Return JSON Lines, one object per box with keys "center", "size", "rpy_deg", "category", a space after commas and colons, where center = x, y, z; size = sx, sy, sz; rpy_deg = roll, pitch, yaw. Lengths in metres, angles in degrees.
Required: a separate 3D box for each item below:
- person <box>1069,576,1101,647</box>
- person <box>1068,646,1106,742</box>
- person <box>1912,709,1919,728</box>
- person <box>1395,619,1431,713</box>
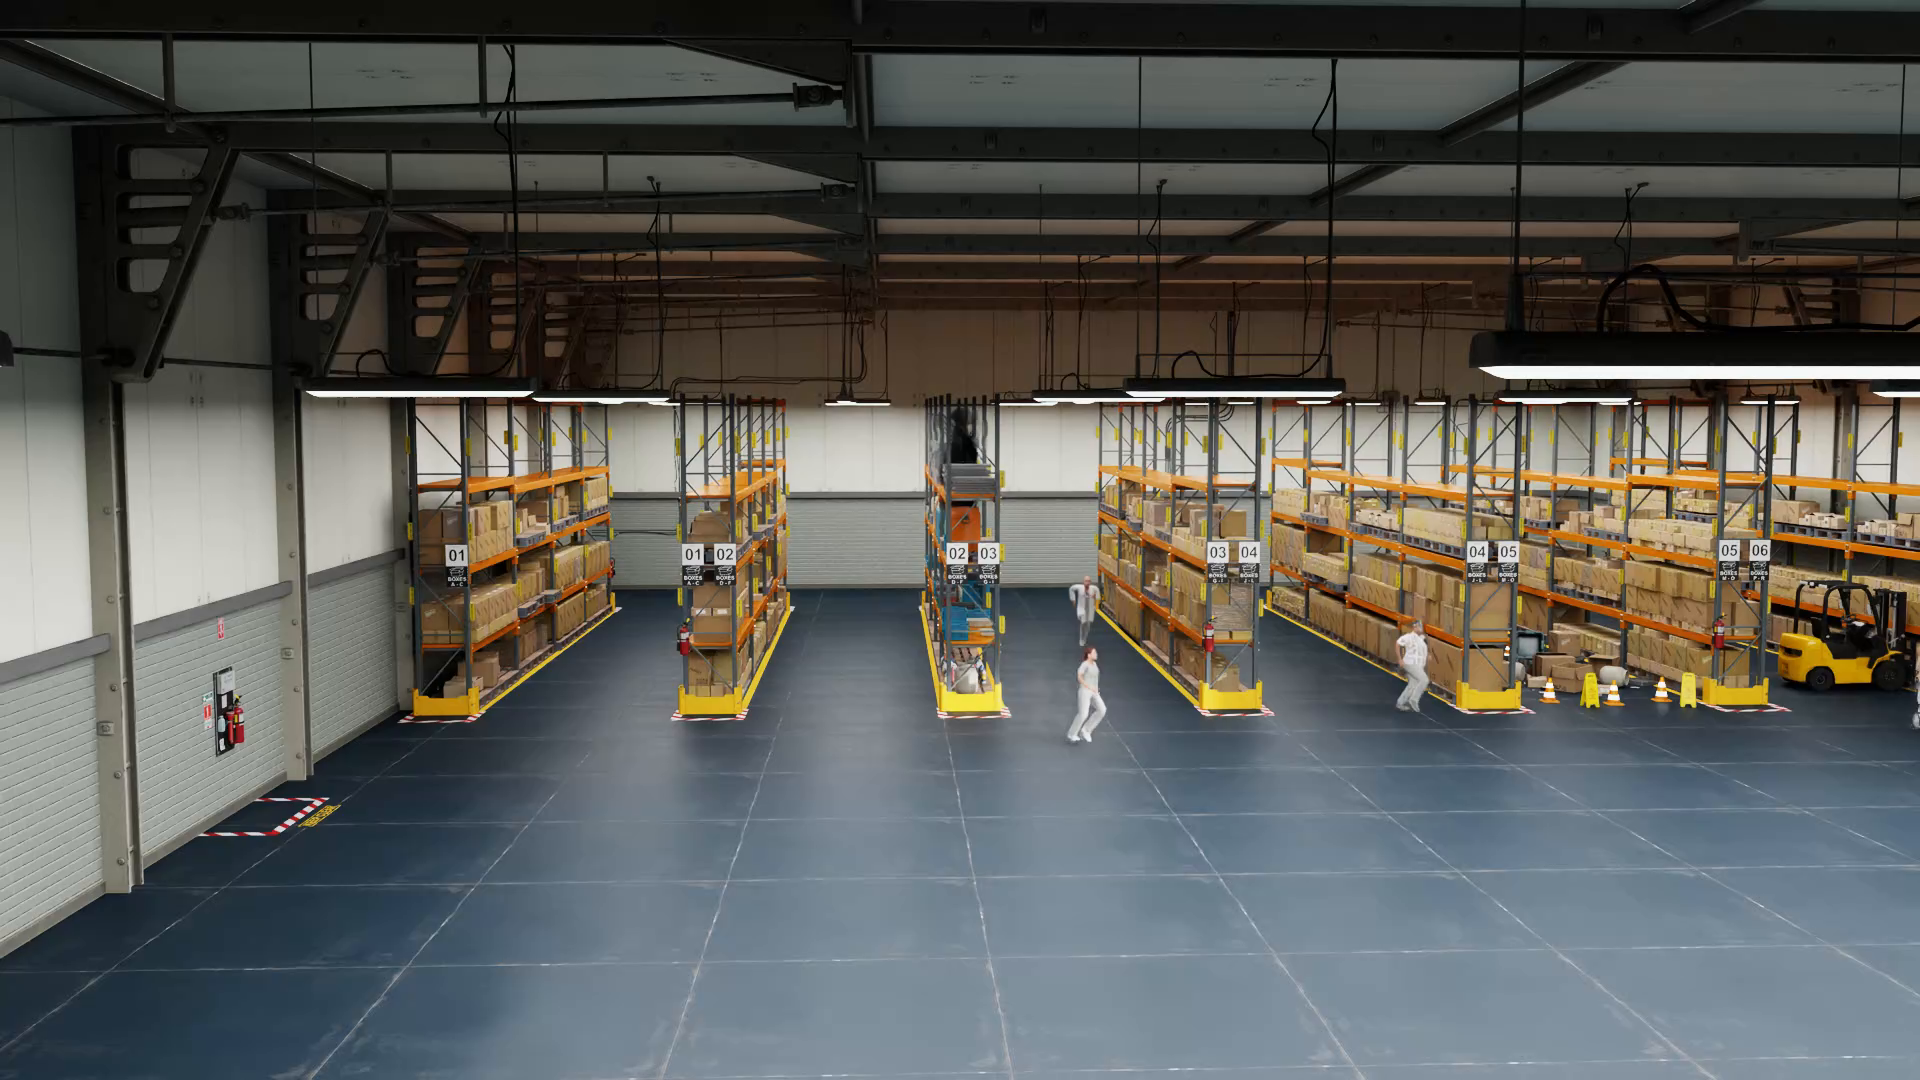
{"center": [2.994, 1.702, 39.813], "size": [0.691, 1.707, 0.960], "rpy_deg": [-1, 5, -10], "category": "person"}
{"center": [2.235, 2.643, 28.643], "size": [0.620, 1.626, 0.629], "rpy_deg": [4, 6, 41], "category": "person"}
{"center": [17.160, 2.603, 29.042], "size": [0.704, 1.731, 1.057], "rpy_deg": [-2, 5, -24], "category": "person"}
{"center": [8.639, 2.361, 31.445], "size": [0.655, 1.735, 0.660], "rpy_deg": [4, 6, 44], "category": "person"}
